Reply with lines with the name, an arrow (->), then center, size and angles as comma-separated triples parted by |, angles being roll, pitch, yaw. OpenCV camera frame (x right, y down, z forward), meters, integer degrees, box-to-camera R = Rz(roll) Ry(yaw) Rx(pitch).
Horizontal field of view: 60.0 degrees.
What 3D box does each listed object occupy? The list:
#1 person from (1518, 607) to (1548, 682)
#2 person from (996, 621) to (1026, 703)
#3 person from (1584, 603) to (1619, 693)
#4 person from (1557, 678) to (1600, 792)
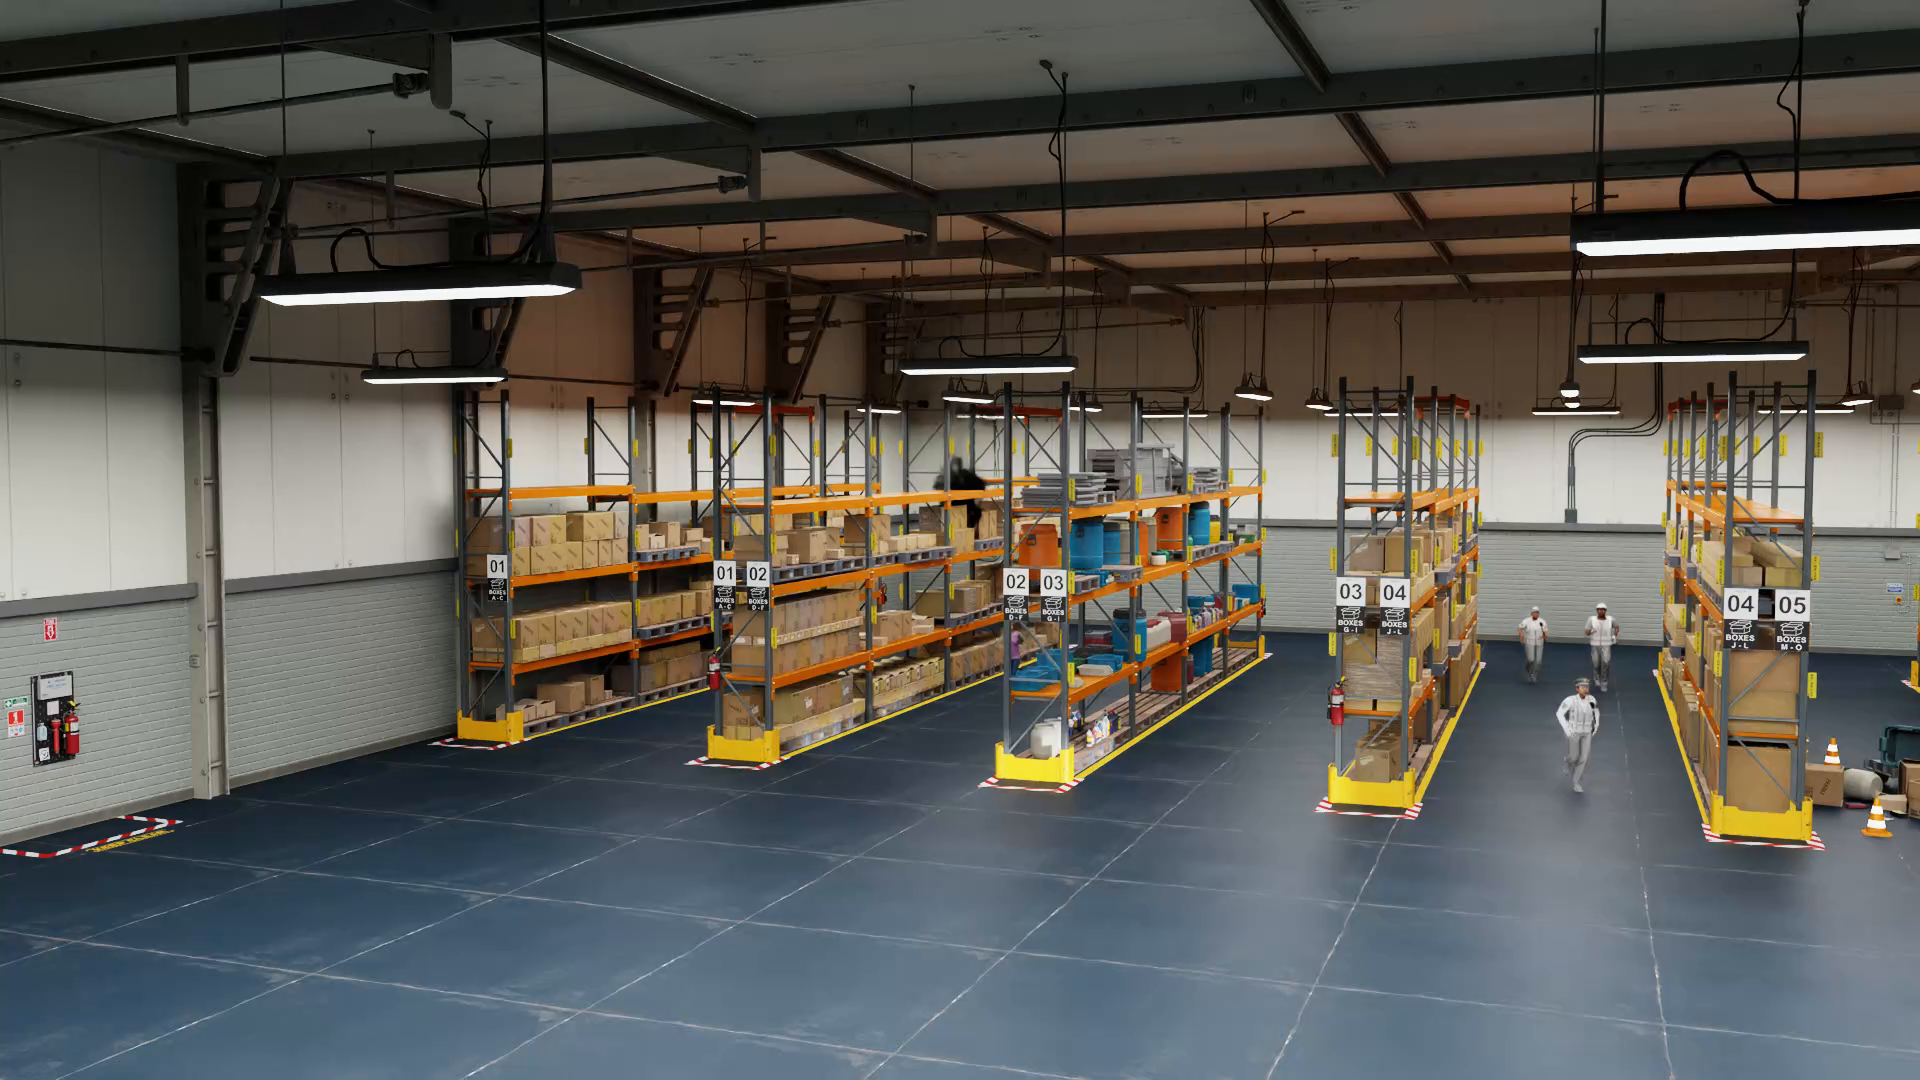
person -> 12.217, 2.233, 35.387 | 0.587, 1.630, 0.615 | 0, 3, 6
person -> 1.006, 2.385, 32.851 | 0.565, 1.616, 0.778 | 1, 3, 13
person -> 13.234, 2.218, 34.331 | 0.654, 1.835, 0.735 | 1, 3, 24
person -> 9.121, 2.835, 24.510 | 0.641, 1.666, 0.621 | 0, 3, -1
